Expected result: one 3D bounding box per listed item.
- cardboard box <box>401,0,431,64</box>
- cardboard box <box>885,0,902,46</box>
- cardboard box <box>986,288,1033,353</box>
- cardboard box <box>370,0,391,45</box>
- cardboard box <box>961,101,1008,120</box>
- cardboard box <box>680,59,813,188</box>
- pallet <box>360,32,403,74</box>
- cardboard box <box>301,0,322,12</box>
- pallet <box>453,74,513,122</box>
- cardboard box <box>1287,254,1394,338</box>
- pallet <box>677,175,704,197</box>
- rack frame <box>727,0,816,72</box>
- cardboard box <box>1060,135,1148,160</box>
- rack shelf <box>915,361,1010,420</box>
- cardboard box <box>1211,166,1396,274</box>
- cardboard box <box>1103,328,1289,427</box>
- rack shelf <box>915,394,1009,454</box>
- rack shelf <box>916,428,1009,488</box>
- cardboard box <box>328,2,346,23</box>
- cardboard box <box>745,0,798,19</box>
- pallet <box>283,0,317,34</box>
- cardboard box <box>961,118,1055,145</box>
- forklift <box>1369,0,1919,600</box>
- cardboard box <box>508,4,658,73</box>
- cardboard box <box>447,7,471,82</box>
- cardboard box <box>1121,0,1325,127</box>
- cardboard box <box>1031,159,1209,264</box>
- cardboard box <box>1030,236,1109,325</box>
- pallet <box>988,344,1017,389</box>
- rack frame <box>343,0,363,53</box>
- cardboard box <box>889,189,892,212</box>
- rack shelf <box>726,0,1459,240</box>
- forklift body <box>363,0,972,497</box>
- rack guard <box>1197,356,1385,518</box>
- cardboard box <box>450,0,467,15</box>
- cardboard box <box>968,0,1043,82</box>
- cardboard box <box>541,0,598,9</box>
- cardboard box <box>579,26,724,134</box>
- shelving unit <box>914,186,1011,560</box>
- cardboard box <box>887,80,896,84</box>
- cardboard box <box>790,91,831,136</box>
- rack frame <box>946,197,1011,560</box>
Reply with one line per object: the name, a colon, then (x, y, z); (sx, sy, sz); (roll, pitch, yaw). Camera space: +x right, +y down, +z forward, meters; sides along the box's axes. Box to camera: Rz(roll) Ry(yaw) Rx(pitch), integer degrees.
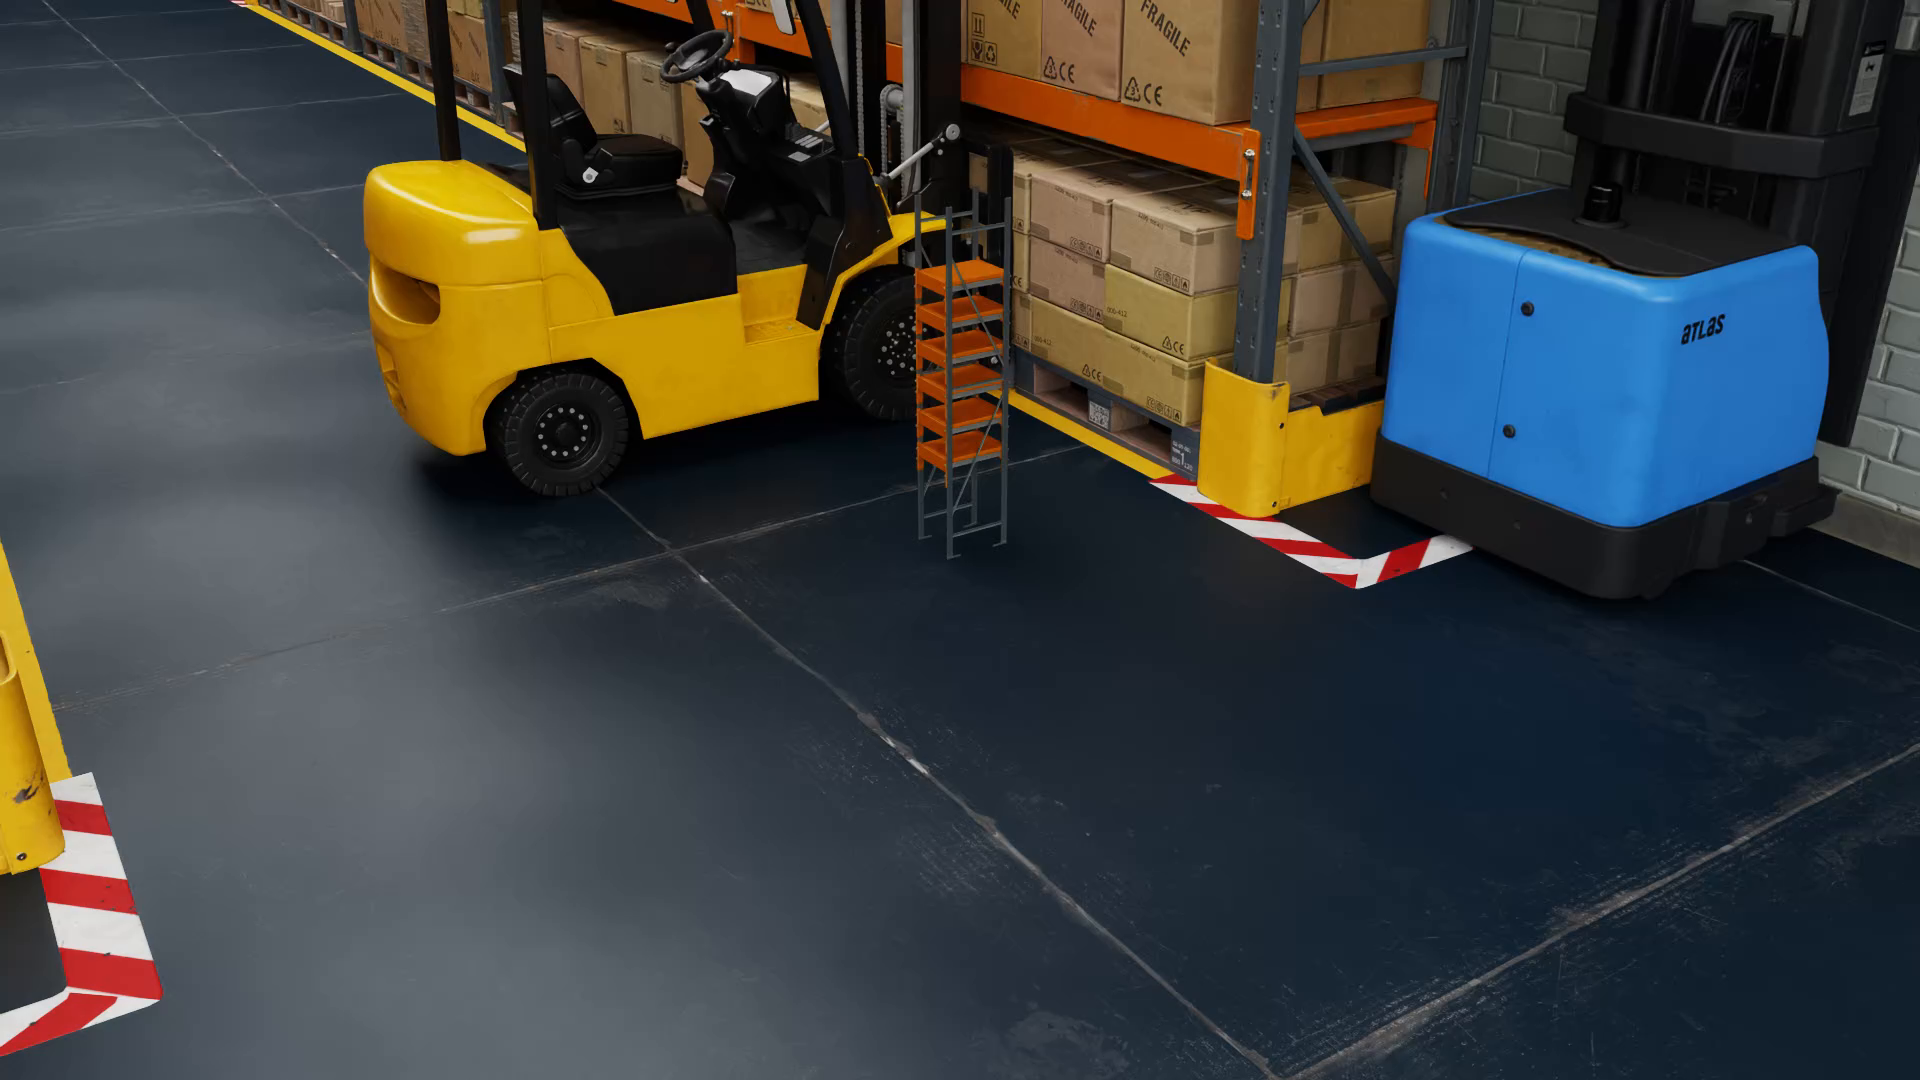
cardboard box: (-4.210, -4.202, 13.574); (0.500, 0.500, 0.500); (-17, 30, -31)
cardboard box: (-0.164, -2.524, 7.465); (0.500, 0.500, 0.500); (-16, 30, -30)
cardboard box: (0.370, -1.033, 7.153); (0.500, 0.250, 0.500); (-15, 29, -29)
cardboard box: (-4.756, -4.569, 14.350); (0.500, 0.500, 0.500); (-16, 30, -30)
cardboard box: (0.221, -1.967, 7.961); (0.500, 0.250, 0.500); (-15, 29, -29)
cardboard box: (-1.058, -2.361, 9.528); (0.875, 0.625, 0.625); (-14, 29, -27)
pallet: (-4.655, -4.380, 14.780); (1.003, 0.211, 1.213); (-16, 29, -30)
cardboard box: (-6.059, -5.486, 16.294); (0.700, 0.500, 0.500); (-17, 30, -31)
pallet: (-3.323, -3.507, 12.931); (1.003, 0.211, 1.213); (-16, 29, -30)
cardboard box: (1.337, -1.020, 6.540); (0.500, 0.250, 0.500); (-15, 29, -29)
pallet: (-1.198, -2.055, 9.855); (1.003, 0.211, 1.213); (-16, 29, -30)
rack frame: (-0.764, -3.061, 8.721); (1.000, 3.000, 0.127); (-16, 29, -30)
cardboard box: (0.776, -1.605, 7.193); (0.500, 0.250, 0.500); (-16, 30, -30)
rack shelf: (0.008, -0.497, 5.502); (0.258, 0.103, 0.180); (-16, 29, -30)
cardboard box: (1.316, -1.245, 6.432); (0.500, 0.250, 0.500); (-16, 30, -30)
cardboard box: (0.899, -0.672, 6.388); (0.500, 0.250, 0.500); (-15, 29, -29)
rack shelf: (0.008, -0.389, 5.553); (0.258, 0.103, 0.180); (-16, 29, -30)
rack shelf: (0.008, -0.280, 5.604); (0.258, 0.103, 0.180); (-16, 29, -30)
cardboard box: (-5.681, -4.954, 15.579); (0.380, 0.149, 0.250); (-17, 30, -31)
cardboard box: (-0.740, -2.887, 8.235); (0.500, 0.500, 0.500); (-16, 30, -31)
pallet: (-6.175, -5.344, 16.824); (1.003, 0.211, 1.213); (-16, 29, -30)
cardboard box: (0.070, -1.664, 7.318); (0.500, 0.250, 0.500); (-16, 30, -31)
forklift: (2.952, -1.613, 5.733); (3.031, 2.935, 1.130); (-17, 30, -31)
cardboard box: (-2.618, -3.382, 11.690); (0.875, 0.625, 0.625); (-15, 29, -28)
cardboard box: (-3.623, -3.834, 12.794); (0.500, 0.500, 0.500); (-16, 30, -30)
cardboard box: (0.931, -1.791, 5.912); (0.500, 0.500, 0.500); (-16, 30, -31)
cardboard box: (0.624, -1.303, 6.553); (0.500, 0.250, 0.500); (-15, 29, -29)
cardboard box: (0.628, -1.086, 6.681); (0.500, 0.250, 0.500); (-16, 30, -30)
pallet: (0.306, -1.069, 7.768); (1.003, 0.211, 1.213); (-16, 29, -30)
rack frame: (-5.131, -5.923, 14.782); (1.000, 3.000, 0.127); (-16, 29, -30)
cardboard box: (-0.217, -1.627, 7.826); (0.500, 0.250, 0.500); (-16, 30, -30)
rack shelf: (0.328, -2.021, 7.359); (1.077, 0.370, 4.000); (-16, 29, -30)
forklift body: (-1.144, -1.500, 6.408); (2.313, 2.155, 1.214); (-16, 29, -30)
rack guard: (1.433, -0.492, 6.206); (1.175, 0.500, 0.348); (-16, 29, -30)
cardboard box: (-3.604, -4.053, 12.498); (0.380, 0.149, 0.250); (-17, 30, -32)
cardboard box: (0.376, -2.162, 6.698); (0.500, 0.500, 0.500); (-16, 30, -31)
cardboard box: (-2.971, -4.104, 12.606); (0.380, 0.149, 0.250); (-14, 29, -27)
cardboard box: (-1.887, -2.909, 10.689); (0.875, 0.625, 0.625); (-17, 30, -32)
shelving unit: (0.008, -0.537, 5.483); (0.258, 1.200, 0.189); (-16, 29, -30)
cardboard box: (-0.333, -2.329, 8.728); (0.500, 0.250, 0.500); (-15, 29, -29)
cardboard box: (-0.492, -2.029, 8.091); (0.500, 0.250, 0.500); (-15, 29, -29)
rack frame: (0.058, -0.505, 5.414); (0.240, 1.200, 0.006); (-16, 29, -30)
